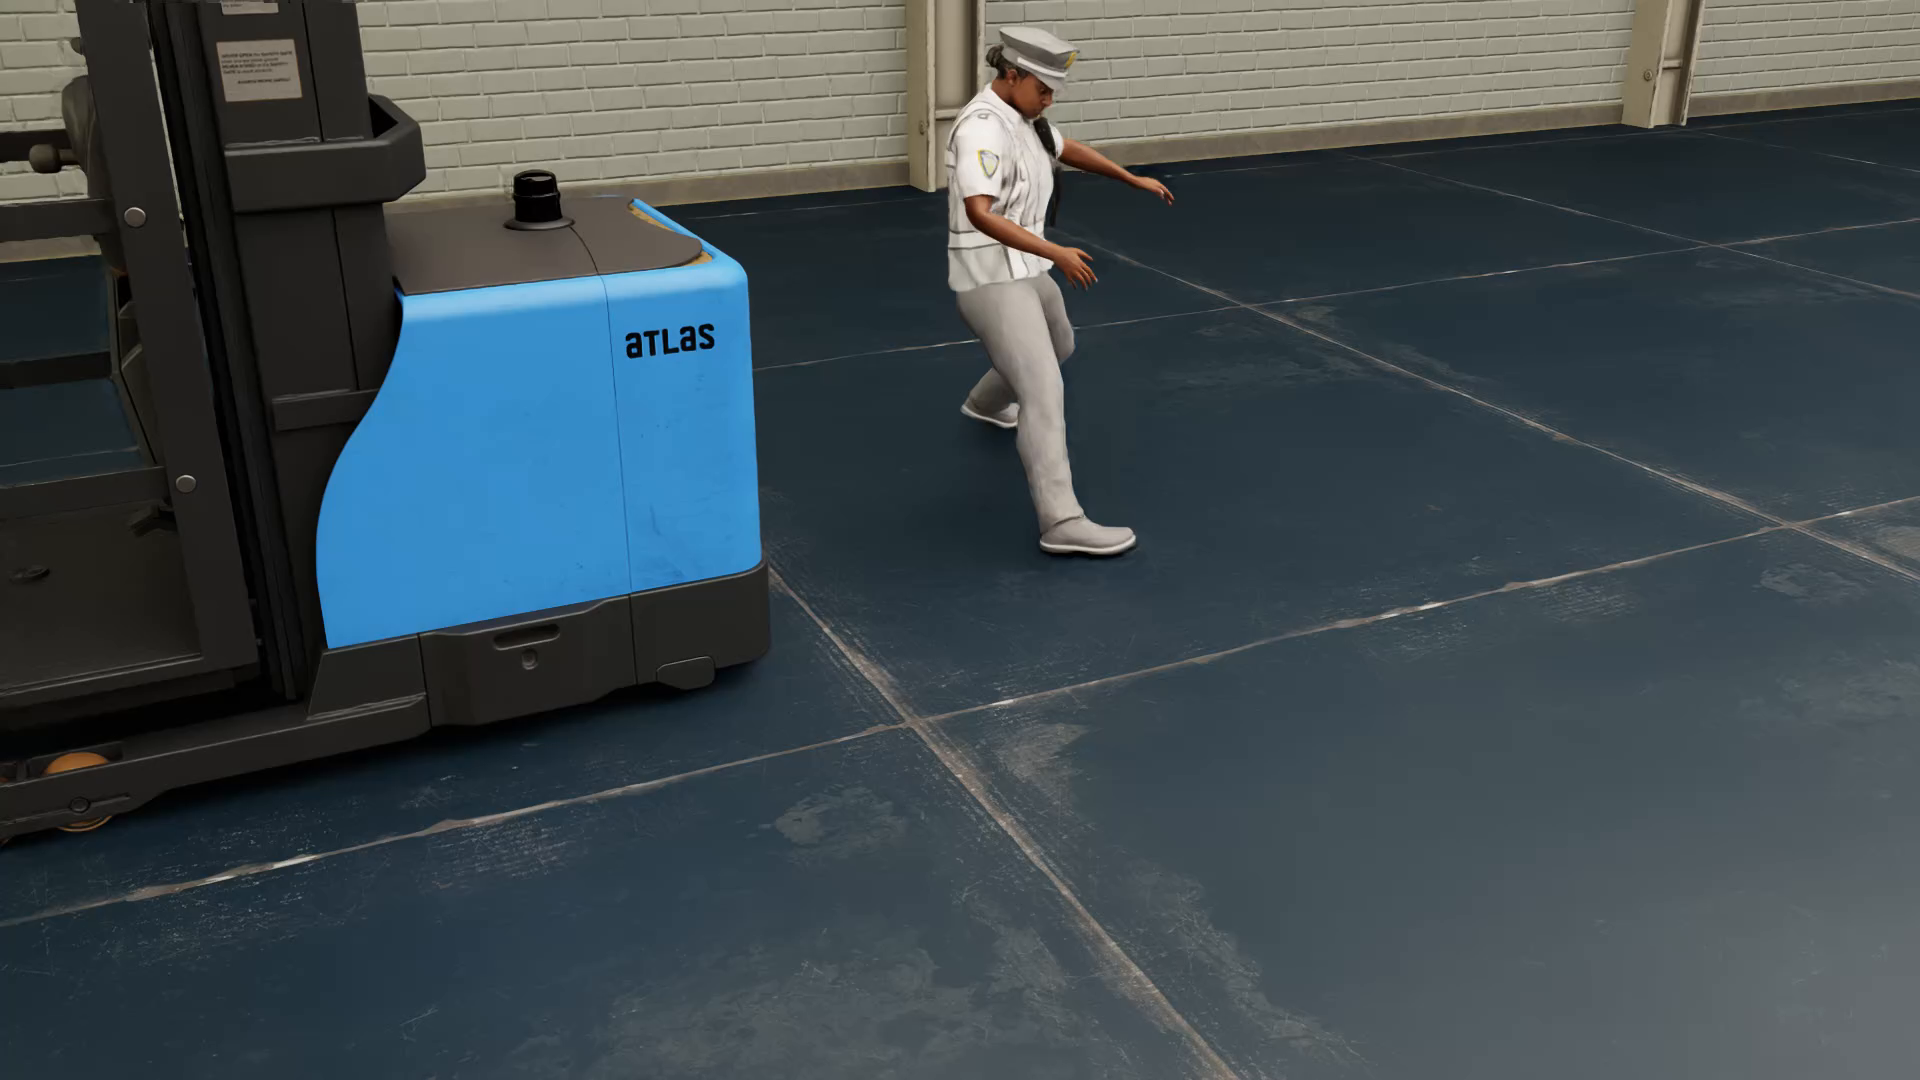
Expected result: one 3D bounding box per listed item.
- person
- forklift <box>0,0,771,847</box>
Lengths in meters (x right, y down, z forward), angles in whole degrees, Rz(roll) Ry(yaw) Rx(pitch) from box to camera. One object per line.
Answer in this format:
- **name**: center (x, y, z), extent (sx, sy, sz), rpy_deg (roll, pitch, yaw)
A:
- **person**: center (0.281, -0.868, 5.285), extent (0.888, 1.473, 1.204), rpy_deg (8, 24, 19)
- **forklift**: center (-2.040, -0.922, 3.507), extent (3.031, 2.935, 1.130), rpy_deg (-11, 25, -24)
